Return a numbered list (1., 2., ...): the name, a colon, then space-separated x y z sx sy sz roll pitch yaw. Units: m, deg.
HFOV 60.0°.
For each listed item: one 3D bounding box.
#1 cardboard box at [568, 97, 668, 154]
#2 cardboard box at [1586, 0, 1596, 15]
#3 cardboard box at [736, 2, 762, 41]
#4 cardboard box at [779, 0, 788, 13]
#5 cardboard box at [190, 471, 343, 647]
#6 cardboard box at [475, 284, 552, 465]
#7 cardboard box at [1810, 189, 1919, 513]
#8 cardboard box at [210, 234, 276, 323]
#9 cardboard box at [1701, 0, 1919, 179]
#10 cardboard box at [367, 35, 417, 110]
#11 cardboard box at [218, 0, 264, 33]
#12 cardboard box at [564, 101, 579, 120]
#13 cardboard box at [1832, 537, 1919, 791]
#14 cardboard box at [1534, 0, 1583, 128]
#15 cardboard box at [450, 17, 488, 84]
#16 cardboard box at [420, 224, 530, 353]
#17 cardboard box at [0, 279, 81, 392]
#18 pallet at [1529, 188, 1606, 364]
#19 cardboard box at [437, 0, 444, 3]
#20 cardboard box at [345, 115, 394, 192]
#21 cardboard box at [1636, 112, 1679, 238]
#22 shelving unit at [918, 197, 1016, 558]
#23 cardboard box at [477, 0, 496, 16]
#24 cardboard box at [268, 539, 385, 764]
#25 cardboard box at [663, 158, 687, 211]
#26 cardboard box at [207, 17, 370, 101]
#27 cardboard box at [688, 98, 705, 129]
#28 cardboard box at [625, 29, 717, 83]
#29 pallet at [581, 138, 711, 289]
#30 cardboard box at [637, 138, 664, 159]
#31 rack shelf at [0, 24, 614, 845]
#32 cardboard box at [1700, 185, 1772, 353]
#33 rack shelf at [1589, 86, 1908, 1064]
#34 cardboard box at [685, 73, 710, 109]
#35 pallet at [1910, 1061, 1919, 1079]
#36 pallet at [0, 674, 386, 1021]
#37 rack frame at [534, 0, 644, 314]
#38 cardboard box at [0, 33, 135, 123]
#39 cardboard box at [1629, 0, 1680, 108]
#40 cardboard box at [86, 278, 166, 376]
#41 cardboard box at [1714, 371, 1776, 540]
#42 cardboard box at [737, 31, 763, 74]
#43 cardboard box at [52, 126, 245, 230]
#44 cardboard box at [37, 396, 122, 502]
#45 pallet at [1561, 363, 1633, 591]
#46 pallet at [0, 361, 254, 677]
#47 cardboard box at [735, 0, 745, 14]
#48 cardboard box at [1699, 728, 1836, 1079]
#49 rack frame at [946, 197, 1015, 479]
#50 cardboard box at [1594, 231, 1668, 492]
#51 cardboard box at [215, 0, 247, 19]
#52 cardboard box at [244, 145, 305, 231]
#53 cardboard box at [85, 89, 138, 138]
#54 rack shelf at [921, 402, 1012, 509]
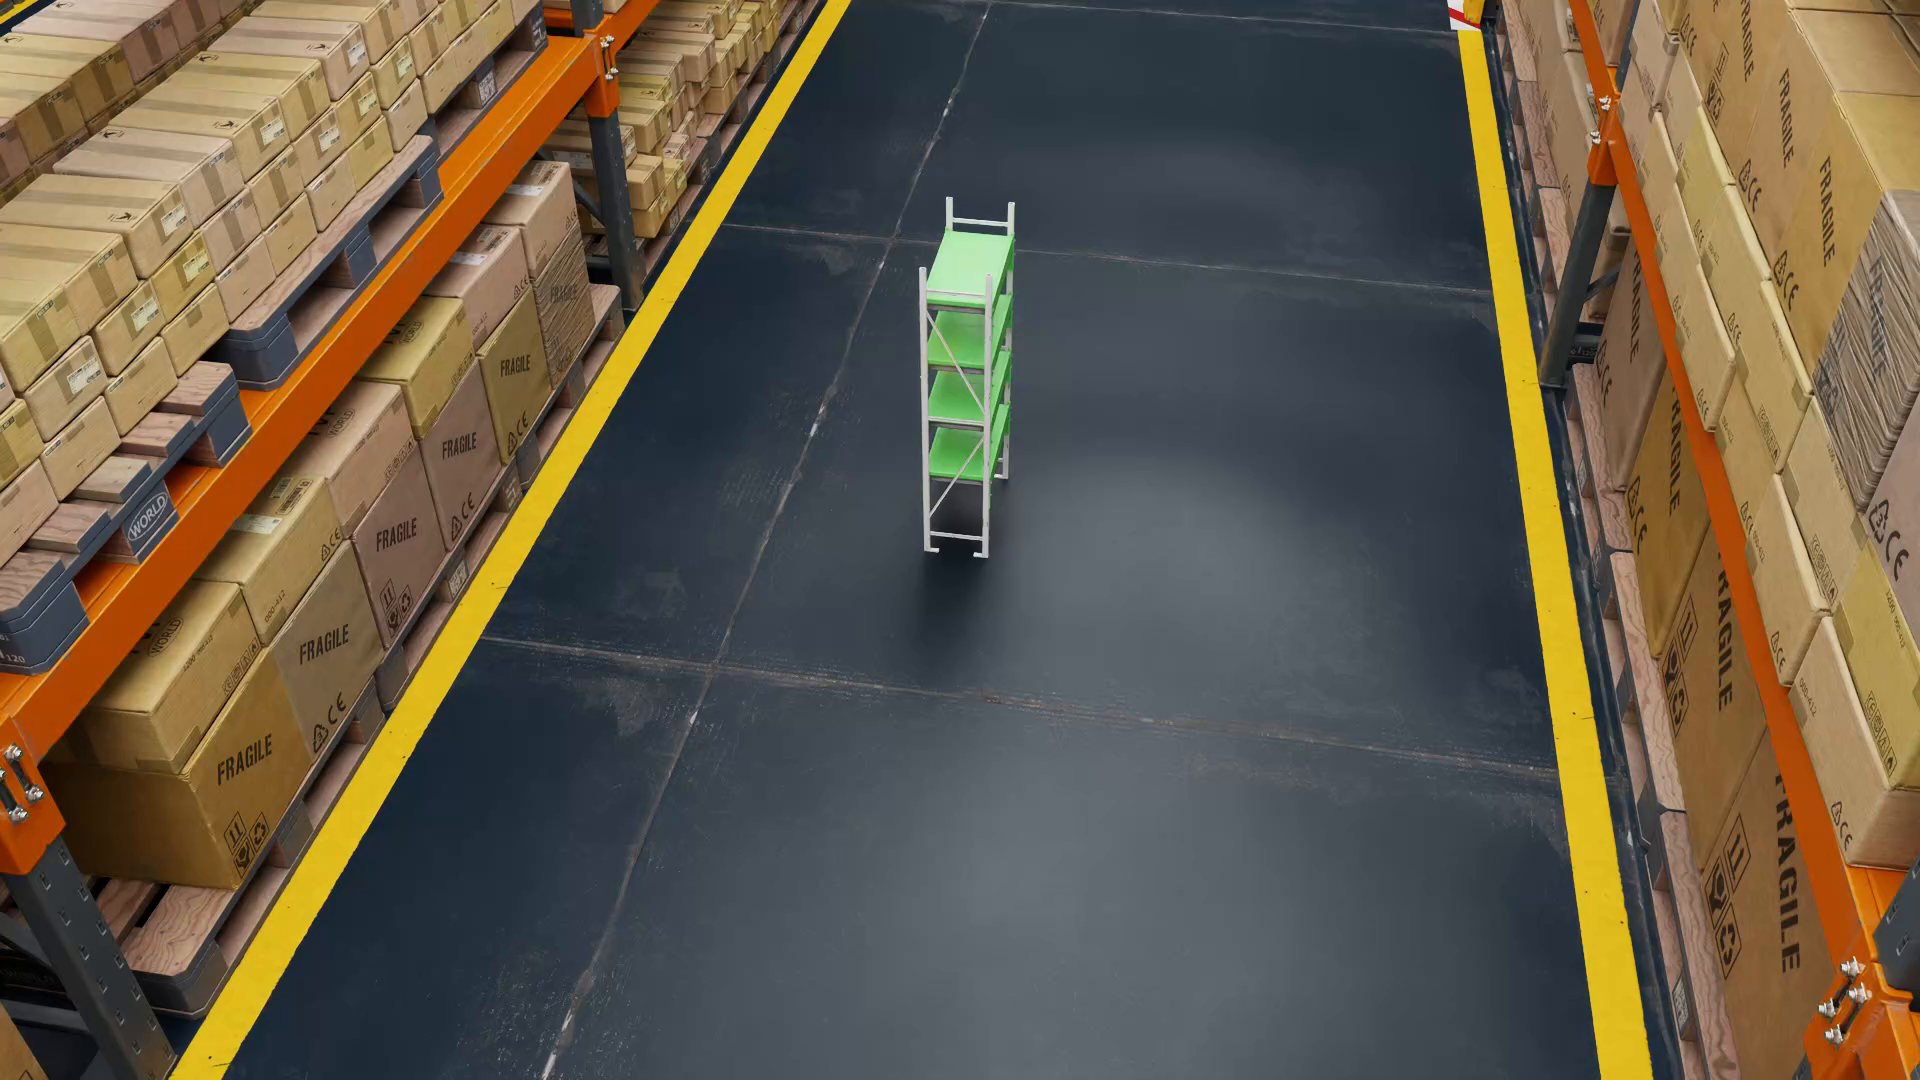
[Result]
1. cardboard box: -1.571 -1.919 7.658 0.380 0.149 0.250 8 40 10
2. cardboard box: 2.864 -2.466 6.800 0.500 0.500 0.500 5 40 7
3. cardboard box: -1.287 -2.781 8.934 0.380 0.149 0.250 8 40 10
4. cardboard box: -1.210 -3.158 9.624 0.380 0.149 0.250 6 40 7
5. cardboard box: -2.188 0.032 4.901 0.500 0.250 0.500 6 40 7
6. cardboard box: -1.910 -0.651 6.316 0.500 0.500 0.500 6 40 7
7. cardboard box: 2.172 -0.374 3.486 0.500 0.500 0.500 7 40 8
8. cardboard box: -2.175 -0.755 4.677 0.380 0.149 0.250 8 40 9
9. cardboard box: 2.443 -1.327 4.638 0.500 0.500 0.500 5 40 7
10. cardboard box: -1.995 -1.519 5.367 0.380 0.149 0.250 4 40 5
11. cardboard box: -2.594 -1.762 5.661 0.380 0.149 0.250 5 40 6
12. cardboard box: -1.996 -2.165 8.189 0.380 0.149 0.250 7 40 8
13. cardboard box: 2.093 0.259 3.308 0.500 0.250 0.500 6 40 8
14. cardboard box: 3.478 -2.469 8.563 0.875 0.438 0.875 7 40 9
15. cardboard box: -1.904 -1.742 5.870 0.380 0.149 0.250 6 40 8
16. cardboard box: -1.923 -0.938 6.074 0.500 0.250 0.500 8 40 10
17. cardboard box: -2.318 -0.489 3.888 0.380 0.149 0.250 5 40 6
18. pallet: 3.161 -1.178 7.510 1.003 0.211 1.213 6 40 8
19. cardboard box: -1.910 -1.957 5.664 0.380 0.149 0.250 5 40 6
20. cardboard box: -2.037 -1.243 5.267 0.380 0.149 0.250 8 40 10
21. cardboard box: 2.528 -1.155 5.410 0.500 0.250 0.500 5 40 7
22. shelving unit: 0.029 -0.566 5.993 0.258 1.200 0.503 6 40 8
23. cardboard box: -1.860 -2.010 5.961 0.380 0.149 0.250 7 40 8
24. cardboard box: -2.176 0.313 5.149 0.500 0.500 0.500 7 40 8
25. cardboard box: -1.515 -1.690 7.848 0.380 0.149 0.250 8 40 9
26. cardboard box: -2.044 -1.470 5.075 0.380 0.149 0.250 5 40 6
27. cardboard box: -1.517 -2.189 8.452 0.380 0.149 0.250 5 40 6
28. cardboard box: -1.429 -2.400 8.240 0.380 0.149 0.250 7 40 9
29. pallet: -1.859 -1.618 8.041 1.003 0.211 1.213 6 40 8
30. cardboard box: -1.608 -1.806 7.754 0.380 0.149 0.250 7 40 8
31. rack shelf: -2.287 -0.735 5.349 1.077 0.370 4.000 6 40 8
32. cardboard box: 2.337 -0.713 4.483 0.500 0.250 0.500 5 40 6
33. rack shelf: 2.606 -0.252 4.766 1.077 0.370 4.000 6 40 8
34. cardboard box: -1.481 -2.302 8.354 0.380 0.149 0.250 8 40 10
35. pallet: 2.241 1.259 2.524 1.213 0.211 1.003 6 40 8
36. pallet: -2.496 0.828 5.083 1.003 0.211 1.213 6 40 8
37. rack frame: -1.941 -2.267 6.638 1.000 3.000 0.127 6 40 8
38. cardboard box: -2.728 -1.384 4.970 0.380 0.149 0.250 8 40 9
39. cardboard box: 2.598 -1.674 5.647 0.500 0.250 0.500 5 40 6
40. cardboard box: -2.264 -0.556 4.202 0.380 0.149 0.250 5 40 6
41. cardboard box: 2.268 -0.199 4.254 0.500 0.250 0.500 6 40 7
42. cardboard box: -1.289 -2.666 9.028 0.380 0.149 0.250 7 40 9
43. cardboard box: -2.180 -0.978 4.480 0.380 0.149 0.250 8 40 10
44. cardboard box: -2.310 -0.249 4.064 0.380 0.149 0.250 8 40 10
45. pallet: 2.893 -0.217 6.347 1.003 0.211 1.213 6 40 8
46. pallet: -2.615 -0.142 4.218 1.213 0.211 1.003 6 40 8
47. cardboard box: -1.364 -2.898 8.842 0.380 0.149 0.250 5 40 6
48. cardboard box: 2.461 0.958 4.075 0.875 0.875 0.875 6 40 7
49. rack frame: 0.071 -0.719 6.179 0.240 1.200 0.015 6 40 8
50. cardboard box: 2.923 -0.730 6.116 0.875 0.875 0.875 8 40 9
51. cardboard box: -2.597 -1.872 5.561 0.380 0.149 0.250 6 40 7
52. cardboard box: -2.130 -1.026 4.771 0.380 0.149 0.250 6 40 7
53. cardboard box: -2.731 -1.268 5.064 0.380 0.149 0.250 6 40 7
54. rack shelf: 0.029 -0.332 6.187 0.258 0.148 0.480 6 40 8
